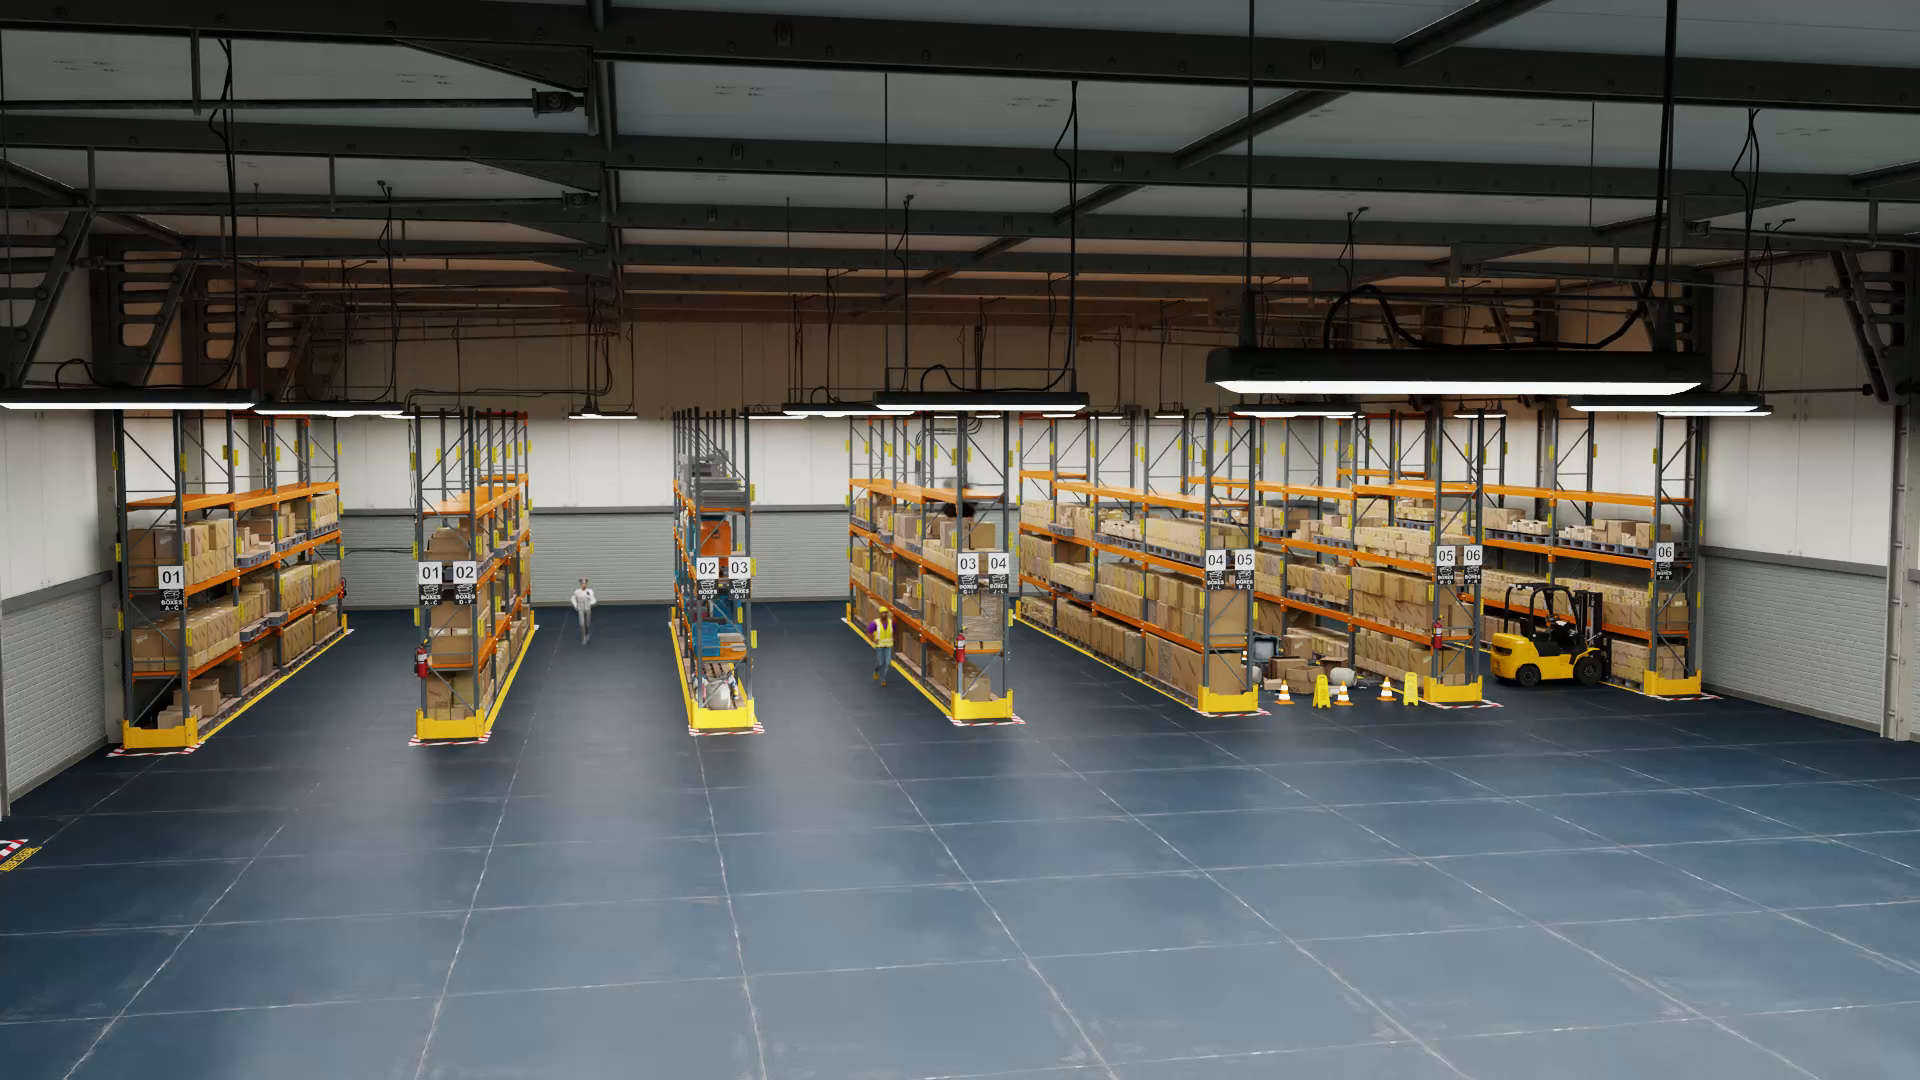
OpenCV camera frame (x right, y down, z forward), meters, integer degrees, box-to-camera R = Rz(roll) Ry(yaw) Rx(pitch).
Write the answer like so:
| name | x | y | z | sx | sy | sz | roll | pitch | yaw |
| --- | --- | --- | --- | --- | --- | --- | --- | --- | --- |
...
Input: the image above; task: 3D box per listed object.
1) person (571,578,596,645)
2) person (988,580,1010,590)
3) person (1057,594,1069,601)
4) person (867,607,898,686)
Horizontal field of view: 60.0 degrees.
| name | x | y | z | sx | sy | sz | roll | pitch | yaw |
| --- | --- | --- | --- | --- | --- | --- | --- | --- | --- |
| person | -9.709 | 1.828 | 42.935 | 0.619 | 1.702 | 0.776 | -1 | 4 | -13 |
| person | 1.043 | 1.608 | 45.692 | 0.671 | 1.789 | 0.861 | -1 | 4 | -8 |
| person | 3.097 | 1.330 | 49.864 | 0.703 | 1.728 | 0.543 | -3 | 5 | -35 |
| person | -1.669 | 2.298 | 36.060 | 0.690 | 1.722 | 0.606 | -1 | 4 | -19 |
